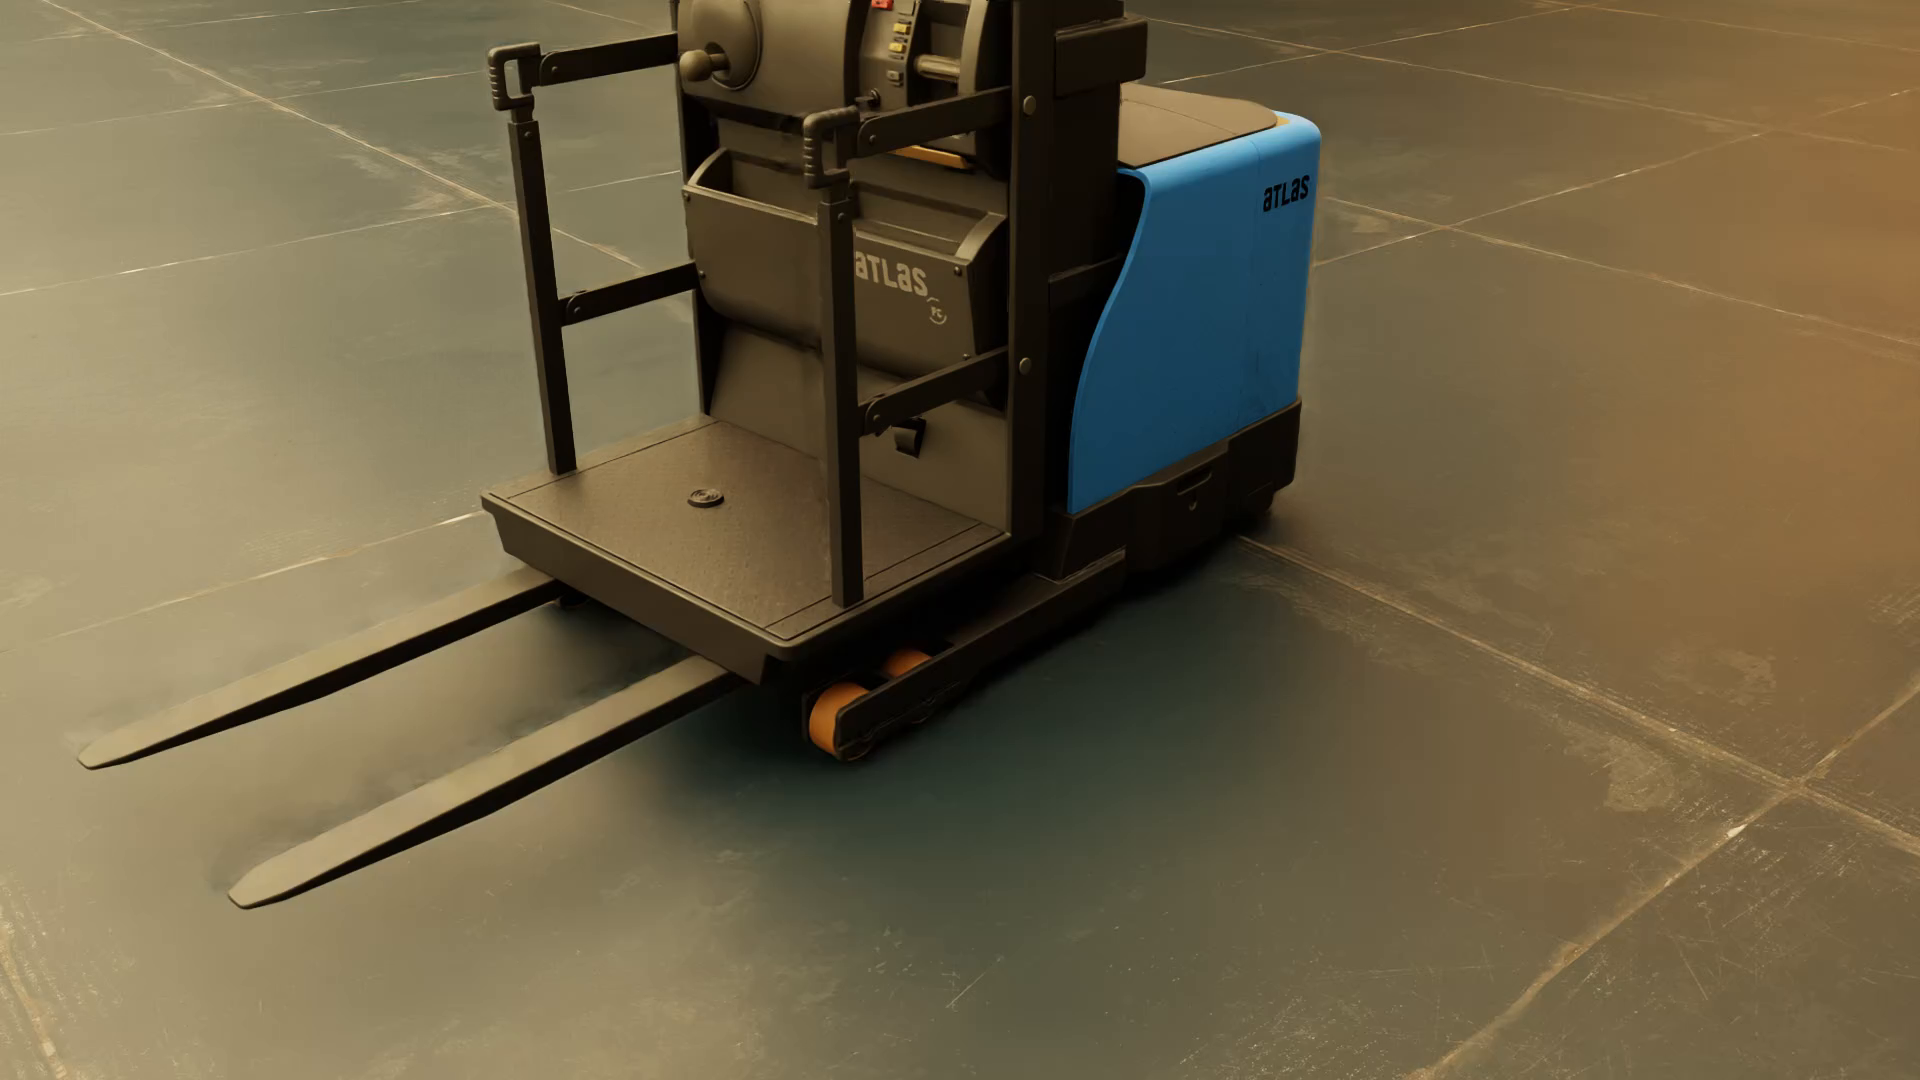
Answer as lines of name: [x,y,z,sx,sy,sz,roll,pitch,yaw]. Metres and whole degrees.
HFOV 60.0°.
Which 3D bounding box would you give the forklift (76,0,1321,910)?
forklift: [-0.419,-1.098,3.415,1.130,2.935,3.031,22,34,37]
